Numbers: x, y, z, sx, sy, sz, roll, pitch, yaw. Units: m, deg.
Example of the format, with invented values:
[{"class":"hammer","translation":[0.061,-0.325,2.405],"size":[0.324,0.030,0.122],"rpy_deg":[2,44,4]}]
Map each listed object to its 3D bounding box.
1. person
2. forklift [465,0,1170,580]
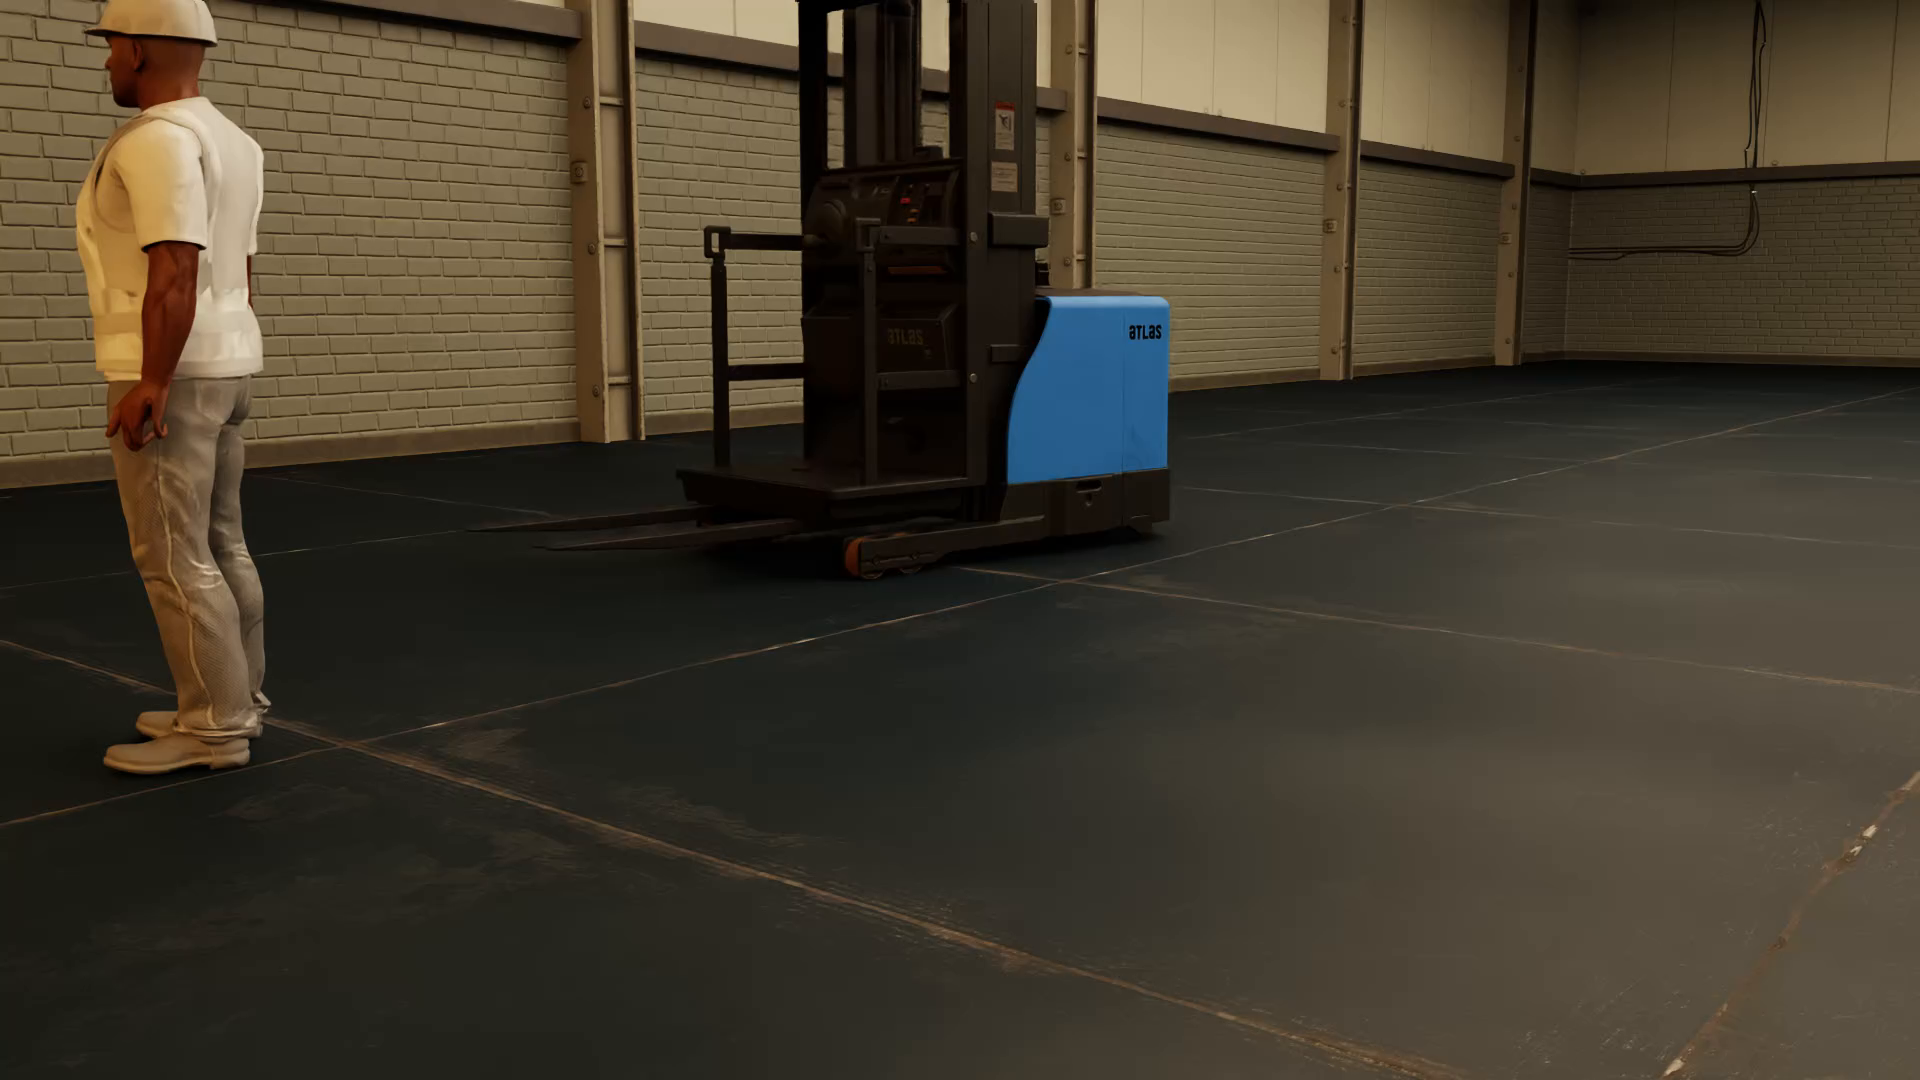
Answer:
[{"class":"person","translation":[-1.809,-0.366,3.814],"size":[0.387,1.771,0.614],"rpy_deg":[-1,8,-7]},{"class":"forklift","translation":[-0.484,-1.382,6.725],"size":[3.031,2.935,1.130],"rpy_deg":[-7,11,-42]}]
